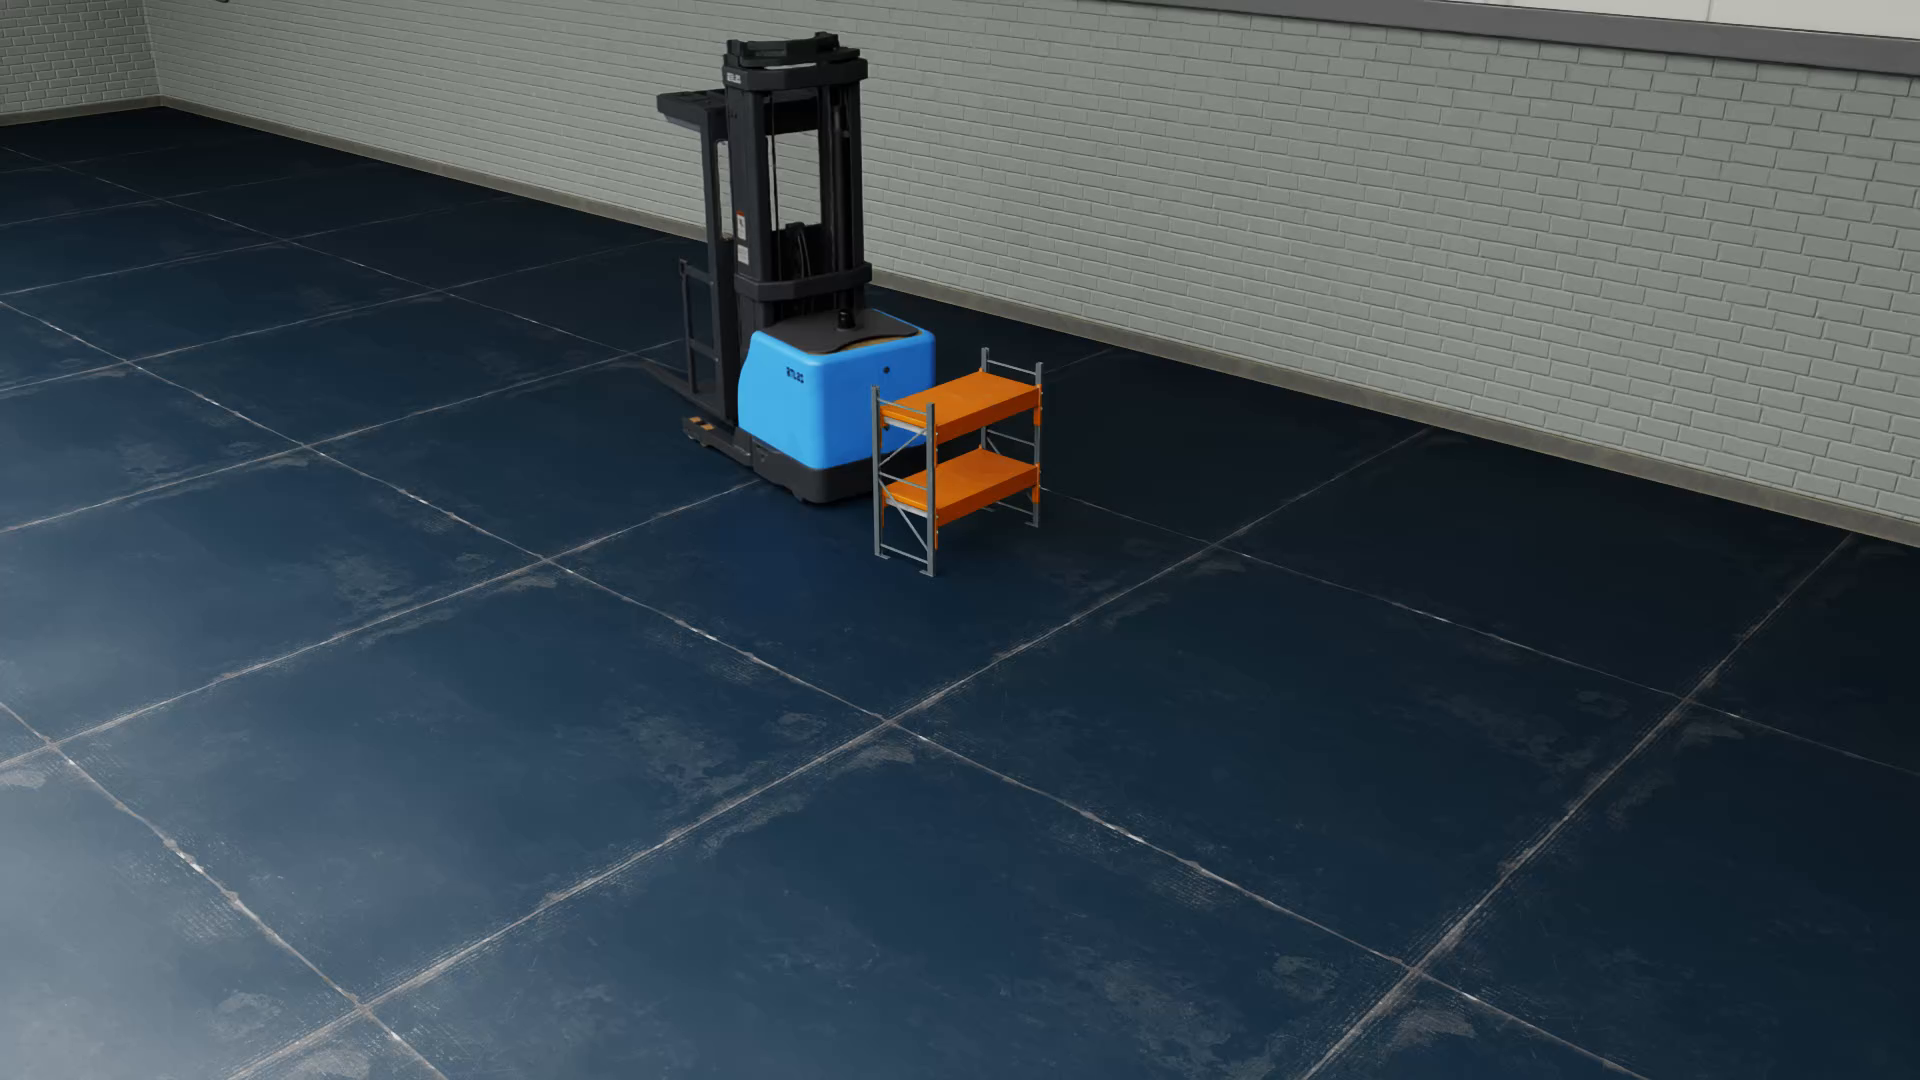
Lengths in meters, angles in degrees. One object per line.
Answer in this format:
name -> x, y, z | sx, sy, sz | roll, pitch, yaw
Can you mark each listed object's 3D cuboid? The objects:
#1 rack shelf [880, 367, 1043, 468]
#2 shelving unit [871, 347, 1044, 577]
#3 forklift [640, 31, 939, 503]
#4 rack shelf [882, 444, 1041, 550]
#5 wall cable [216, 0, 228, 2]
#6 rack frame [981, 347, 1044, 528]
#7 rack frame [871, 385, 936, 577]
rack shelf -> -0.005, -0.778, 10.396 | 0.538, 0.278, 1.000 | 20, 31, 38
shelving unit -> -0.005, -0.511, 10.515 | 0.538, 1.125, 1.048 | 20, 31, 38
forklift -> -1.416, -2.129, 11.915 | 1.130, 2.935, 3.031 | -16, 29, -32
rack shelf -> -0.005, -0.288, 10.615 | 0.538, 0.278, 1.000 | 20, 31, 38
wall cable -> -11.295, -9.016, 23.655 | 3.097, 2.526, 0.112 | 20, 31, 38
rack frame -> 0.335, -0.666, 10.861 | 0.500, 1.125, 0.032 | 20, 31, 38
rack frame -> -0.344, -0.356, 10.170 | 0.500, 1.125, 0.032 | 20, 31, 38
